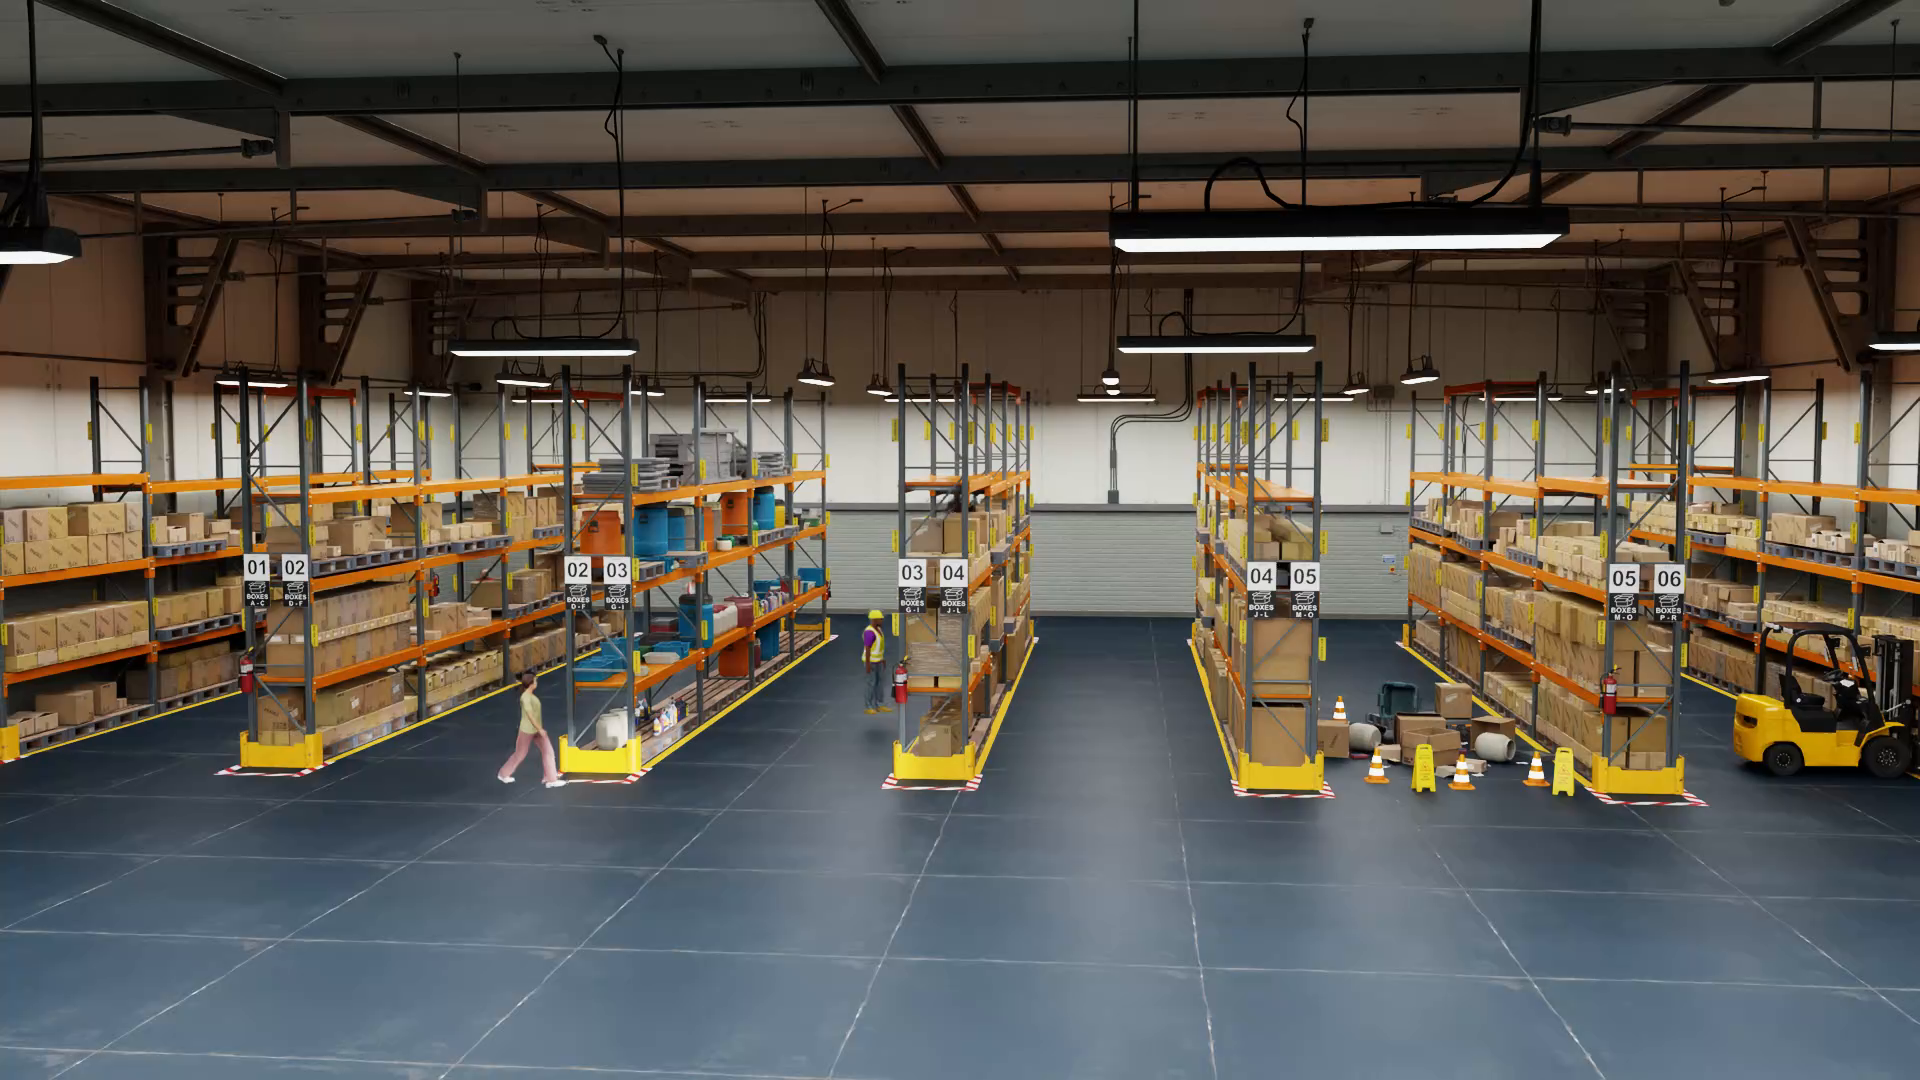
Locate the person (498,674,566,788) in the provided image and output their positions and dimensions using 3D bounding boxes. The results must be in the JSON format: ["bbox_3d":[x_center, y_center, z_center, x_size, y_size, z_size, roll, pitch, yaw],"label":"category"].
[{"bbox_3d":[-6.068,2.690,23.475,1.032,1.616,0.405,1,4,22],"label":"person"}]

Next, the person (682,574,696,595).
[{"bbox_3d":[-6.315,1.592,39.269,0.511,1.743,0.975,0,4,3],"label":"person"}]

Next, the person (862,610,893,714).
[{"bbox_3d":[-1.433,2.077,28.334,0.463,1.771,0.601,1,4,20],"label":"person"}]

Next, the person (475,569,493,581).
[{"bbox_3d":[-11.692,1.543,40.874,0.707,1.677,1.072,0,4,2],"label":"person"}]
